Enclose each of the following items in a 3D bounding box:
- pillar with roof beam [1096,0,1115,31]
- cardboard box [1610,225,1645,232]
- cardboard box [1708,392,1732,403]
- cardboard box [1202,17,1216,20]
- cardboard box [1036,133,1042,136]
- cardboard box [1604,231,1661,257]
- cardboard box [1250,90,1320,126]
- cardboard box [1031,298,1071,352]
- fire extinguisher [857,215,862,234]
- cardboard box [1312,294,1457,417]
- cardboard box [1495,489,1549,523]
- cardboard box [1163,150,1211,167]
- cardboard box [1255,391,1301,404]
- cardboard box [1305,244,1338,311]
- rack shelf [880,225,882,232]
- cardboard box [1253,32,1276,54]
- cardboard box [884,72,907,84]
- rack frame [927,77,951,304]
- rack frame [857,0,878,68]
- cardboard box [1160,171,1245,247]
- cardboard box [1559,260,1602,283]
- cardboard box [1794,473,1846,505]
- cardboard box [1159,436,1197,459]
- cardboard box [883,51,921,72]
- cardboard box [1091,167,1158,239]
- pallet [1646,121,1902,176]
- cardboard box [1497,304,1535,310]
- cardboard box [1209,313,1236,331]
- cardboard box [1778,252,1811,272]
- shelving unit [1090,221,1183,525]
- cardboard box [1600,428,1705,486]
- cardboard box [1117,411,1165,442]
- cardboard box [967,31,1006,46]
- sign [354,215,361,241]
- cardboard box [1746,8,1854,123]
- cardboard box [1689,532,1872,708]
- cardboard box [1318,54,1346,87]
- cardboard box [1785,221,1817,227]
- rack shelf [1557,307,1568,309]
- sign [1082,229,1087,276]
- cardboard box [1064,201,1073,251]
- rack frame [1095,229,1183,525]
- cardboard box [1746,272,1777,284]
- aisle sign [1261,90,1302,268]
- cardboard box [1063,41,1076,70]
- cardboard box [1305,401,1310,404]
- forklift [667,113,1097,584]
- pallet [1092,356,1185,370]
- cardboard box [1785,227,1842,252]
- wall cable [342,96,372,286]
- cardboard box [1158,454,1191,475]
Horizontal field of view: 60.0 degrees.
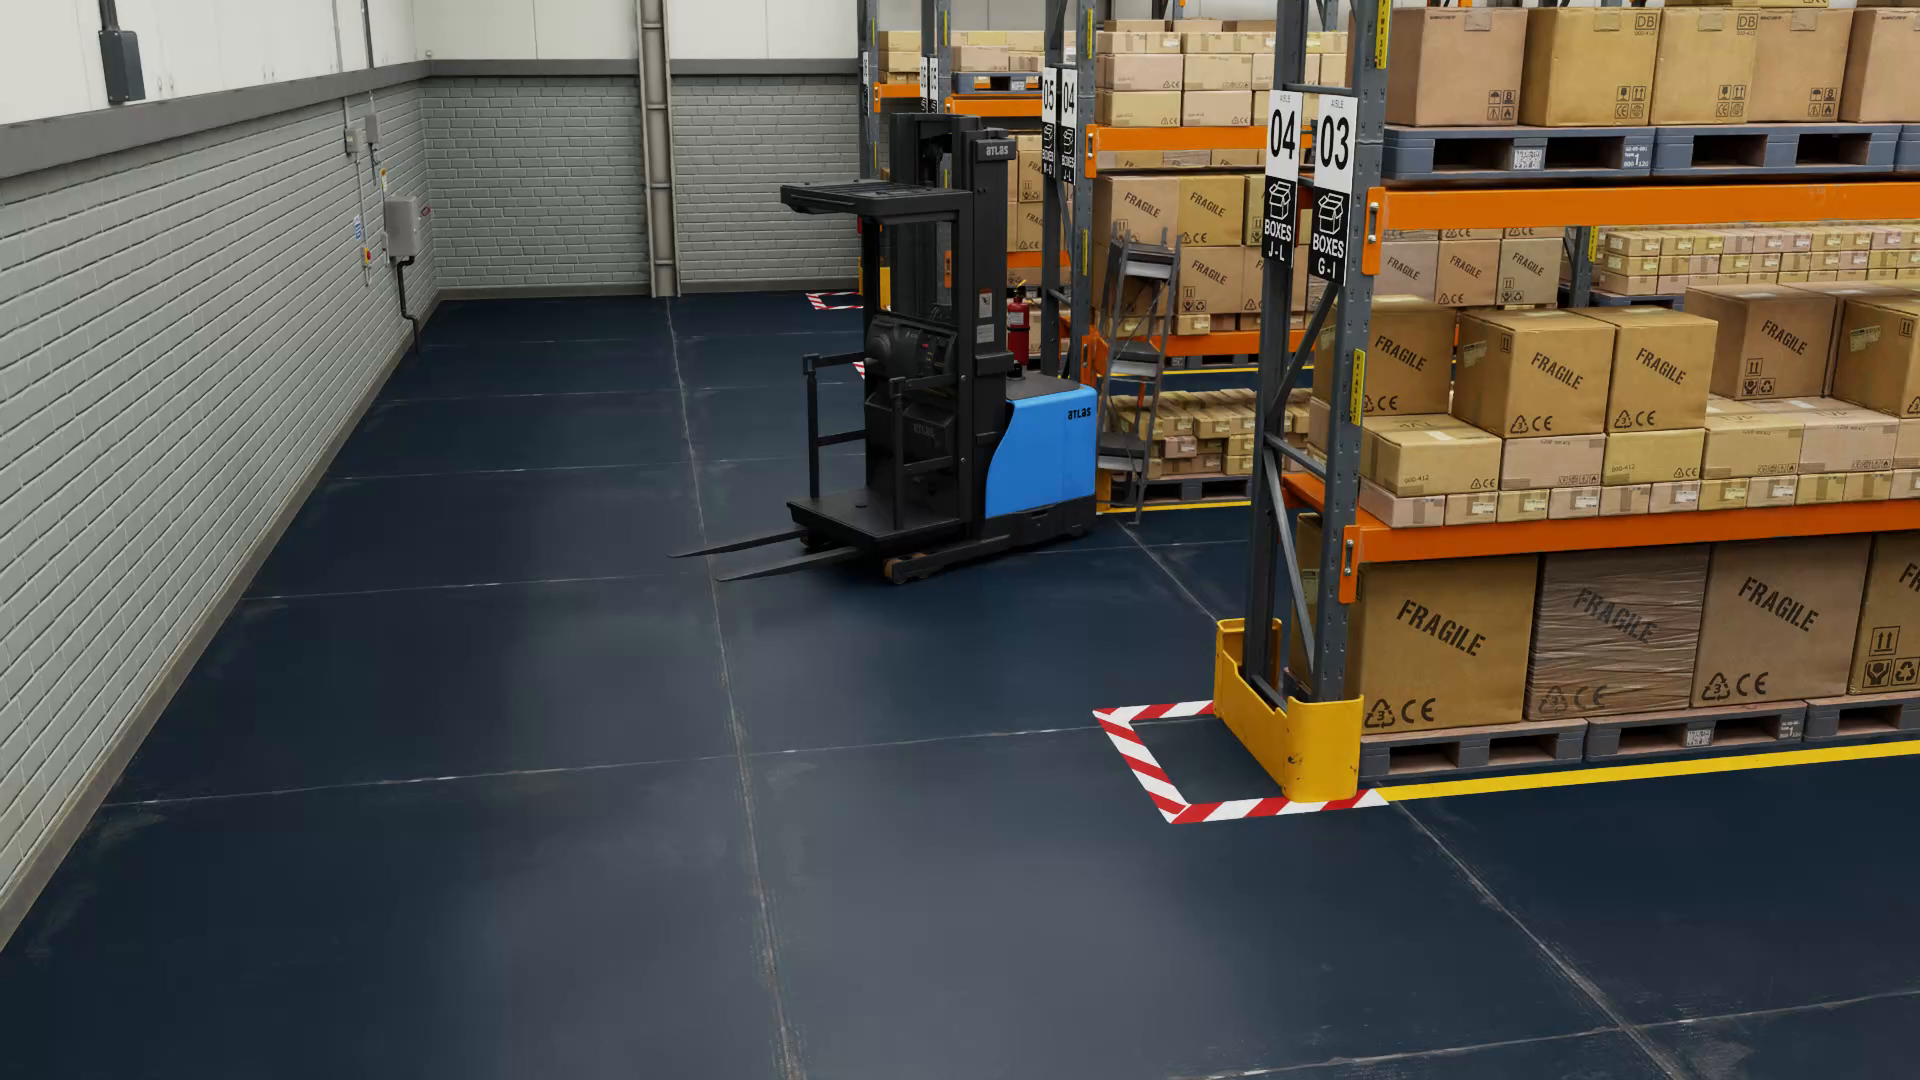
[{"bbox_3d":[2.700,-6.734,18.410,0.400,9.000,9.100,-3,17,-10],"label":"pillar with roof beam"},{"bbox_3d":[5.342,-2.493,13.519,0.250,0.149,0.380,-4,17,-12],"label":"cardboard box"},{"bbox_3d":[3.570,-0.637,8.524,0.500,0.250,0.500,-3,17,-10],"label":"cardboard box"},{"bbox_3d":[3.279,-6.850,22.226,0.258,0.266,0.396,-3,17,-10],"label":"cardboard box"},{"bbox_3d":[0.933,-4.045,16.894,0.250,0.149,0.380,-4,17,-12],"label":"cardboard box"},{"bbox_3d":[5.196,-2.288,12.853,0.250,0.149,0.380,-2,17,-8],"label":"cardboard box"},{"bbox_3d":[2.305,-3.185,12.220,0.500,0.250,0.500,-4,17,-12],"label":"cardboard box"},{"bbox_3d":[1.282,-2.328,17.930,0.875,0.438,0.875,-3,17,-9],"label":"cardboard box"},{"bbox_3d":[-1.246,-4.307,21.491,0.183,0.674,0.296,-3,17,-10],"label":"fire extinguisher"},{"bbox_3d":[2.064,-0.908,8.130,0.500,0.500,0.500,-3,17,-10],"label":"cardboard box"},{"bbox_3d":[2.550,-0.209,7.813,0.250,0.149,0.380,-4,17,-12],"label":"cardboard box"},{"bbox_3d":[2.275,-3.818,17.261,0.500,0.500,0.500,-3,17,-10],"label":"cardboard box"},{"bbox_3d":[2.553,-1.095,13.394,0.250,0.149,0.380,-4,17,-12],"label":"cardboard box"},{"bbox_3d":[2.791,-2.038,12.660,0.500,0.500,0.500,-4,17,-12],"label":"cardboard box"},{"bbox_3d":[0.774,-4.431,22.354,4.000,0.370,1.077,-3,17,-10],"label":"rack shelf"},{"bbox_3d":[2.161,-3.617,12.094,0.250,0.149,0.380,-3,17,-9],"label":"cardboard box"},{"bbox_3d":[-0.832,-5.928,21.322,0.250,0.149,0.380,-3,17,-9],"label":"cardboard box"},{"bbox_3d":[-0.244,-3.233,17.228,0.127,3.000,1.000,-3,17,-10],"label":"rack frame"},{"bbox_3d":[-1.189,-7.531,21.005,0.127,3.000,1.000,-3,17,-10],"label":"rack frame"},{"bbox_3d":[1.780,-2.458,12.325,0.500,0.500,0.500,-3,17,-9],"label":"cardboard box"},{"bbox_3d":[5.074,-2.194,13.559,0.250,0.149,0.380,-4,17,-12],"label":"cardboard box"},{"bbox_3d":[4.064,-0.295,8.093,0.250,0.149,0.380,-4,17,-11],"label":"cardboard box"},{"bbox_3d":[1.637,-0.746,12.764,0.250,0.149,0.380,-3,17,-11],"label":"cardboard box"},{"bbox_3d":[-0.702,-6.114,21.248,0.500,0.250,0.500,-3,17,-11],"label":"cardboard box"},{"bbox_3d":[1.196,-2.576,12.711,0.500,0.500,0.500,-4,17,-12],"label":"cardboard box"},{"bbox_3d":[3.563,-1.881,7.868,1.213,0.211,1.003,-3,17,-10],"label":"pallet"},{"bbox_3d":[4.253,-1.785,12.942,0.250,0.149,0.380,-4,17,-12],"label":"cardboard box"},{"bbox_3d":[1.919,-1.694,12.647,0.250,0.149,0.380,-2,17,-8],"label":"cardboard box"},{"bbox_3d":[6.483,-2.221,13.139,0.250,0.149,0.380,-4,17,-11],"label":"cardboard box"},{"bbox_3d":[1.204,-1.201,12.033,0.431,2.100,0.503,5,16,-7],"label":"shelving unit"},{"bbox_3d":[3.162,-0.453,7.927,0.500,0.250,0.500,-4,17,-12],"label":"cardboard box"},{"bbox_3d":[1.373,-0.865,12.646,0.250,0.149,0.380,-4,18,-13],"label":"cardboard box"},{"bbox_3d":[0.288,-6.414,21.374,0.500,0.250,0.500,-4,17,-11],"label":"cardboard box"},{"bbox_3d":[-5.827,-3.024,16.087,0.001,0.218,0.327,-3,17,-10],"label":"sign"},{"bbox_3d":[3.737,-2.251,7.867,0.500,0.500,0.700,-2,17,-8],"label":"cardboard box"},{"bbox_3d":[4.016,0.280,8.694,0.875,0.875,0.875,-3,17,-10],"label":"cardboard box"},{"bbox_3d":[2.782,-3.445,12.213,0.500,0.250,0.500,-4,18,-13],"label":"cardboard box"},{"bbox_3d":[6.868,-2.578,13.797,0.250,0.149,0.380,-3,17,-9],"label":"cardboard box"},{"bbox_3d":[6.685,-1.802,13.794,4.000,0.370,1.077,-3,17,-10],"label":"rack shelf"},{"bbox_3d":[0.897,-2.069,11.964,0.005,0.325,0.100,-3,17,-10],"label":"sign"},{"bbox_3d":[1.276,-3.284,17.224,0.500,0.500,0.500,-3,17,-11],"label":"cardboard box"},{"bbox_3d":[1.225,-1.130,11.801,0.400,2.100,0.015,5,16,-7],"label":"rack frame"},{"bbox_3d":[6.209,-2.062,13.129,0.250,0.149,0.380,-4,18,-13],"label":"cardboard box"},{"bbox_3d":[1.508,-1.701,7.813,0.004,0.787,0.394,-3,17,-10],"label":"aisle sign"},{"bbox_3d":[1.235,-4.941,16.949,0.500,0.311,0.500,-3,17,-9],"label":"cardboard box"},{"bbox_3d":[2.890,-0.985,13.038,0.250,0.149,0.380,-3,17,-10],"label":"cardboard box"},{"bbox_3d":[-0.495,-1.287,11.011,3.031,2.935,1.130,-13,21,-36],"label":"forklift"},{"bbox_3d":[1.722,-2.034,18.074,1.213,0.211,1.003,-3,17,-10],"label":"pallet"},{"bbox_3d":[6.729,-2.377,13.141,0.250,0.149,0.380,-3,17,-9],"label":"cardboard box"},{"bbox_3d":[-5.776,-3.412,16.029,0.123,1.953,0.585,-3,17,-10],"label":"wall cable"},{"bbox_3d":[1.611,-0.624,12.876,0.250,0.149,0.380,-3,17,-11],"label":"cardboard box"}]
